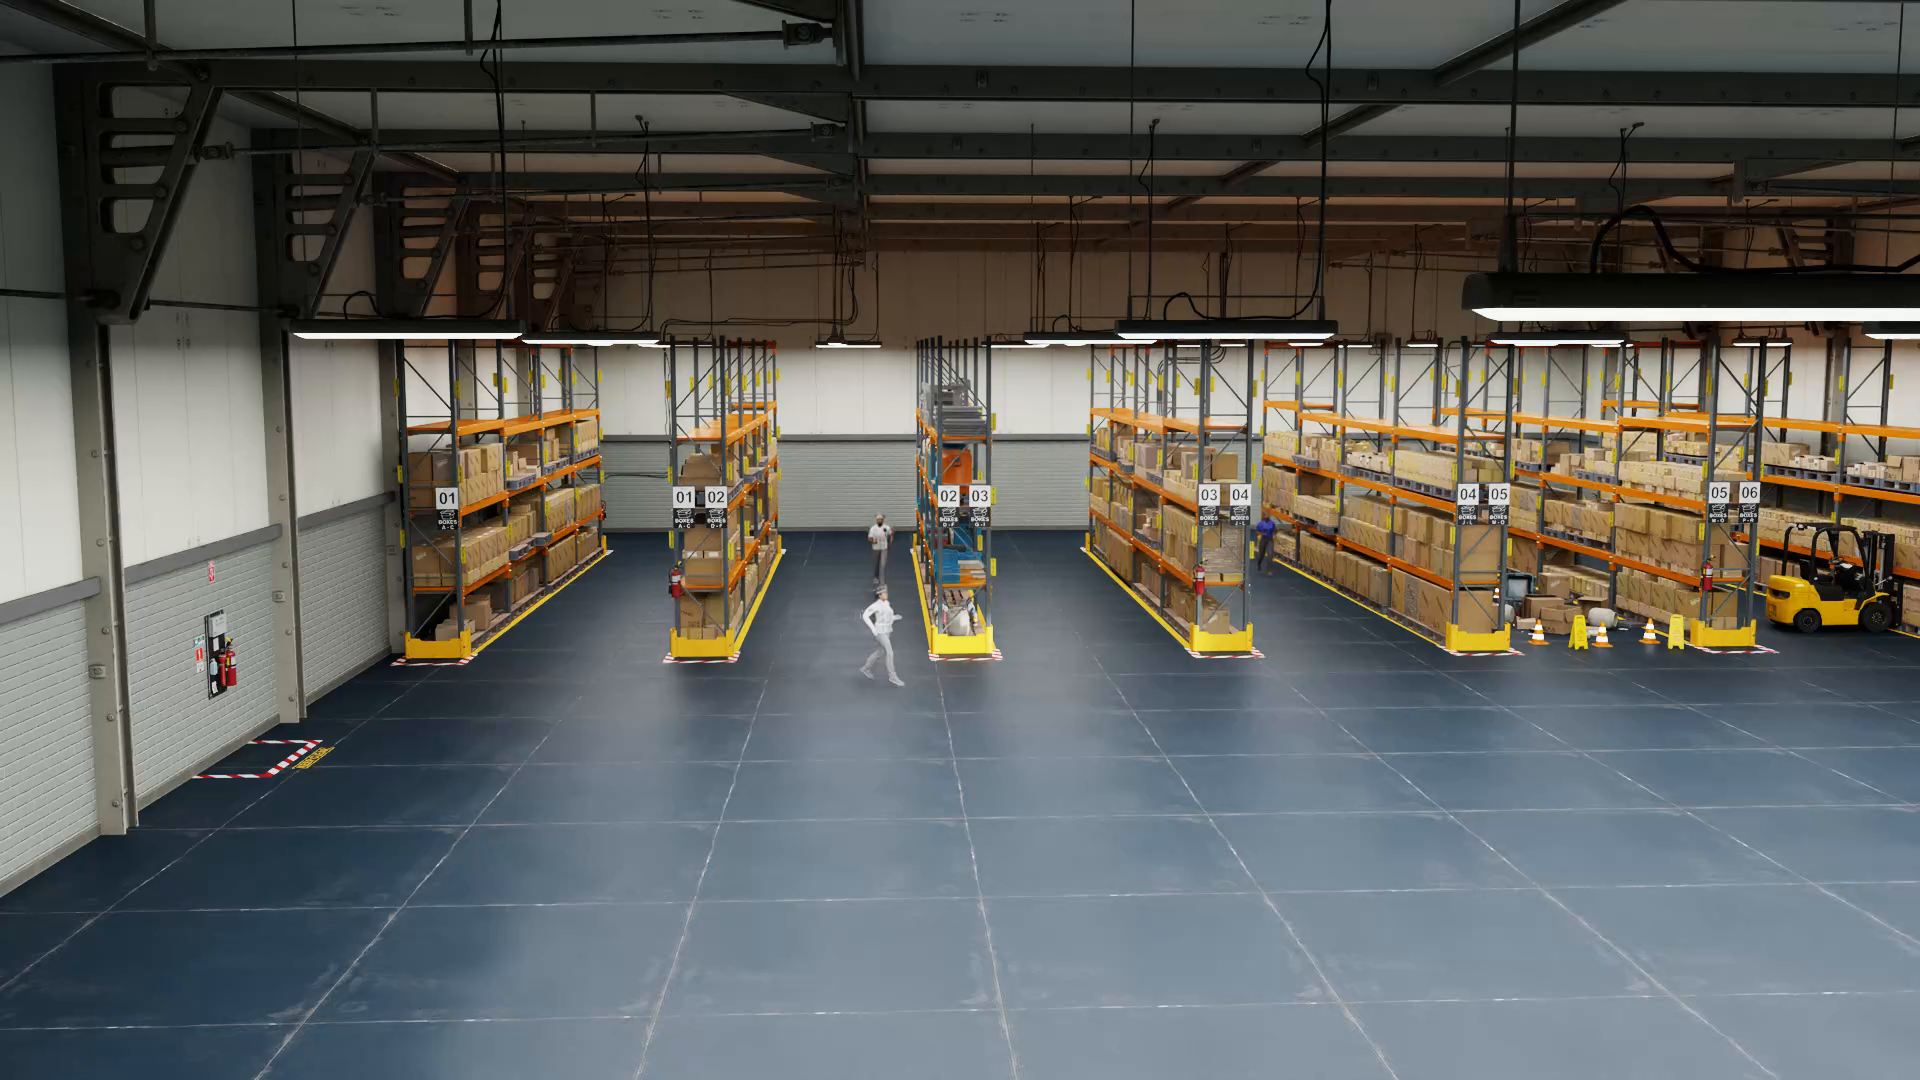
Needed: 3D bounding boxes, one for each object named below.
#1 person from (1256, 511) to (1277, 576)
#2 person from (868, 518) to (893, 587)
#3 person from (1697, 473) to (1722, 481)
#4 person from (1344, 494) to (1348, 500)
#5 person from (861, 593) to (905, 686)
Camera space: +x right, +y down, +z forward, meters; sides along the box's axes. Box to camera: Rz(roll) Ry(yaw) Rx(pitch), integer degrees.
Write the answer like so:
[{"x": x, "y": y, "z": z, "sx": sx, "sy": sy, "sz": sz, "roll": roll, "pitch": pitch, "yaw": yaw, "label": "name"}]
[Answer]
[{"x": 7.848, "y": 0.071, "z": 42.576, "sx": 0.584, "sy": 1.642, "sz": 0.890, "roll": 0, "pitch": 6, "yaw": -3, "label": "person"}, {"x": -1.833, "y": 0.252, "z": 38.436, "sx": 0.588, "sy": 1.672, "sz": 0.843, "roll": 0, "pitch": 6, "yaw": -2, "label": "person"}, {"x": 15.329, "y": -0.398, "z": 38.682, "sx": 2.055, "sy": 3.218, "sz": 12.483, "roll": 0, "pitch": 6, "yaw": -1, "label": "person"}, {"x": 10.901, "y": -0.435, "z": 47.065, "sx": 0.585, "sy": 1.702, "sz": 0.801, "roll": -1, "pitch": 7, "yaw": -11, "label": "person"}, {"x": -1.329, "y": 1.640, "z": 28.593, "sx": 0.877, "sy": 1.670, "sz": 0.599, "roll": 3, "pitch": 7, "yaw": 22, "label": "person"}]
